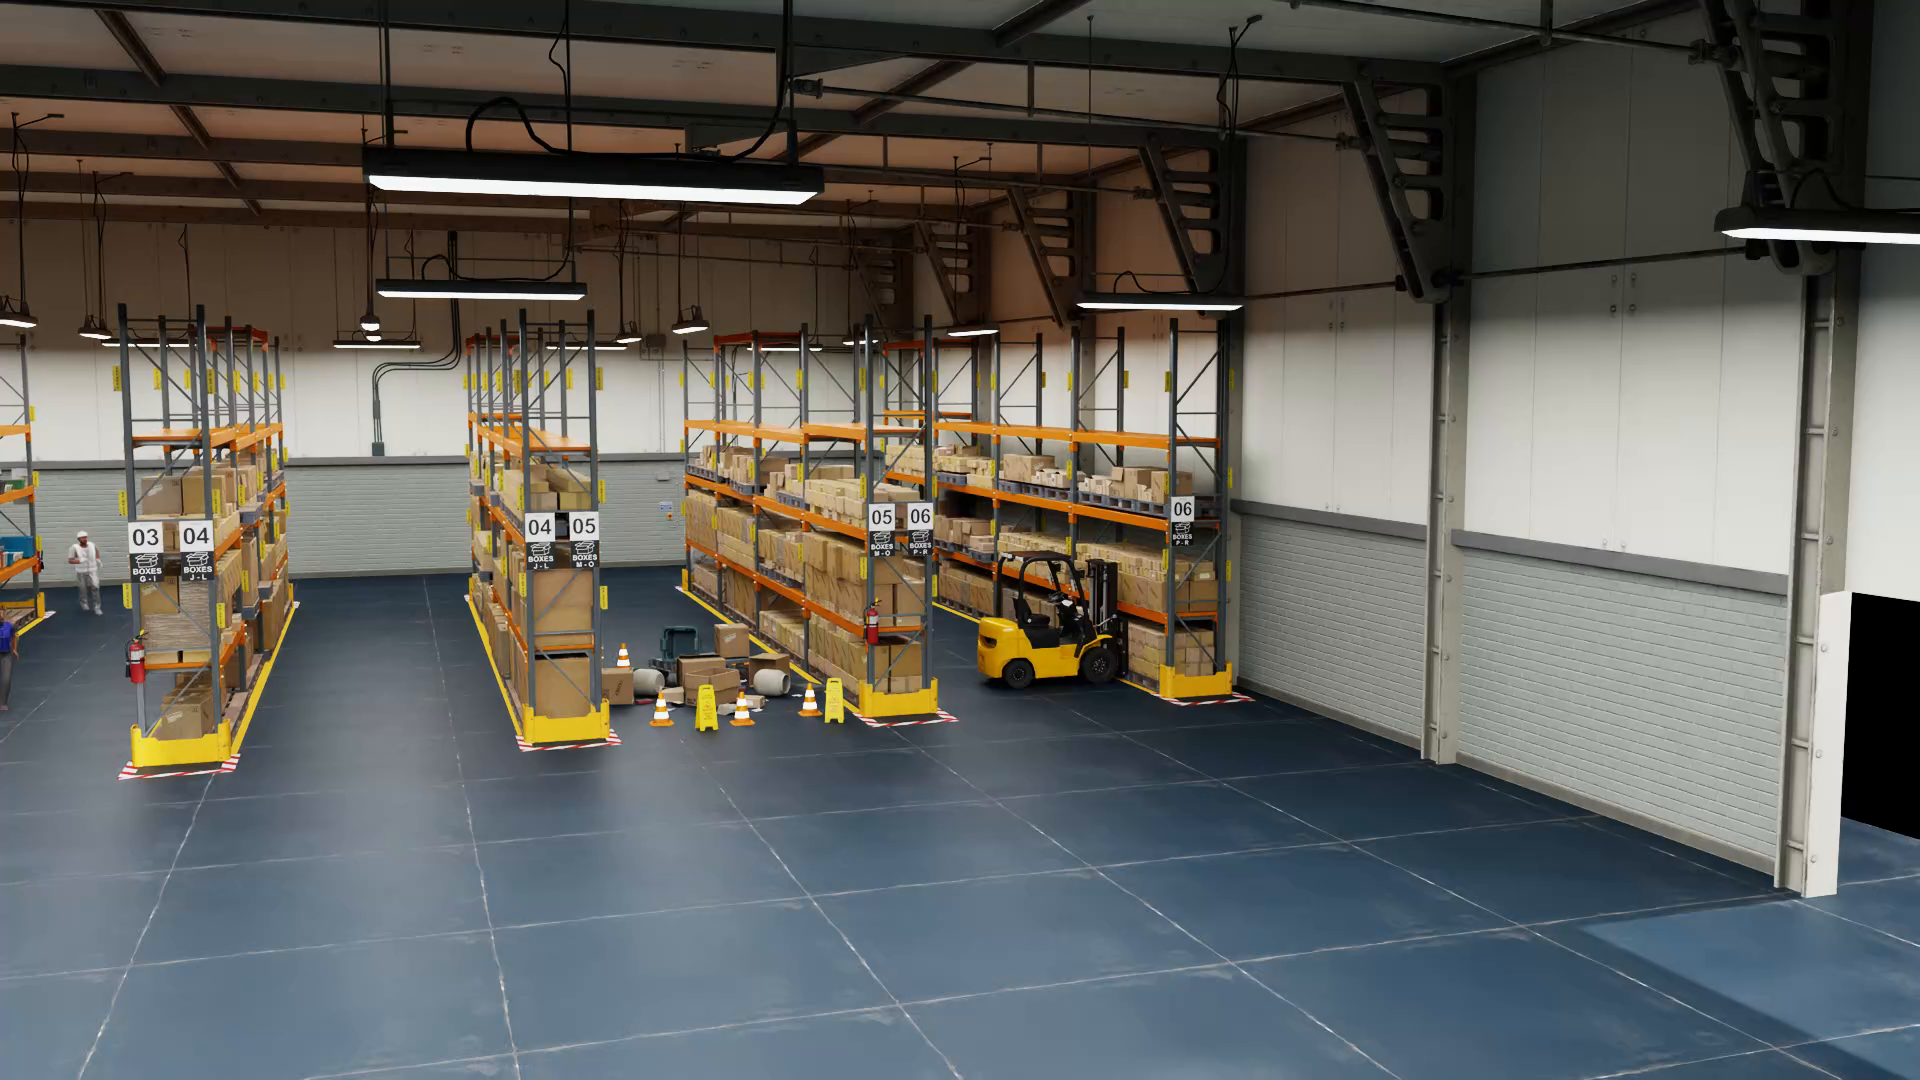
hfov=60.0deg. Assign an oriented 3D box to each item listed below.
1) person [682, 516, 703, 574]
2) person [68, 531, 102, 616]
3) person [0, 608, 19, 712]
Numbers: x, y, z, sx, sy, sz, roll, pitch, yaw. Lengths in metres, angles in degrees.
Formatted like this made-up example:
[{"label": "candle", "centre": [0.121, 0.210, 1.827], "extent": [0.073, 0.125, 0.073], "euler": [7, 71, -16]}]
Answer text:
[{"label": "person", "centre": [-6.971, 0.073, 43.621], "extent": [0.609, 1.618, 0.728], "euler": [4, 7, 36]}, {"label": "person", "centre": [-18.847, 0.703, 35.835], "extent": [0.680, 1.816, 0.767], "euler": [-4, 7, -39]}, {"label": "person", "centre": [-14.716, 1.809, 25.430], "extent": [0.570, 1.604, 0.723], "euler": [-5, 7, -42]}]
